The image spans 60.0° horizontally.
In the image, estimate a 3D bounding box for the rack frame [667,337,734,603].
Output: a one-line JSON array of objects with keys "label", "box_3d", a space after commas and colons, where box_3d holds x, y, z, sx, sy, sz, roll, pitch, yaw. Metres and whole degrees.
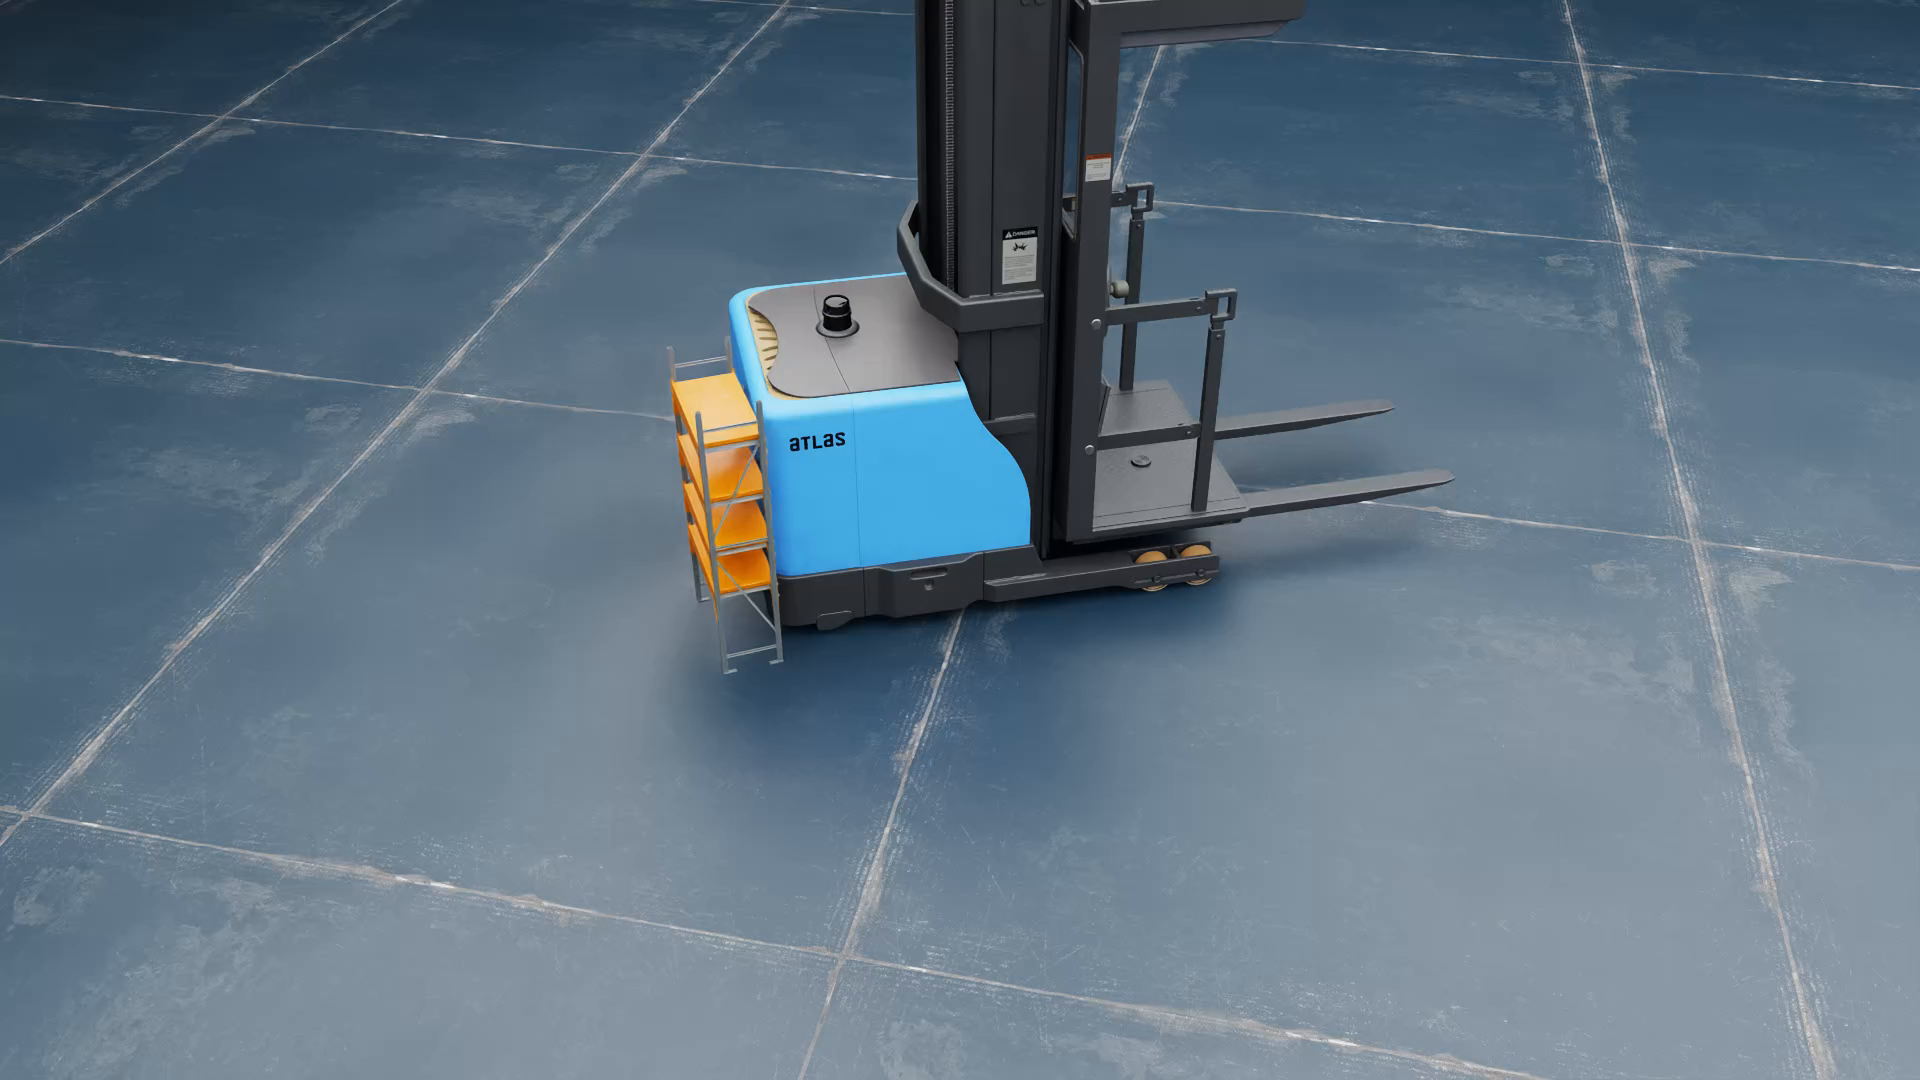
[{"label": "rack frame", "box_3d": [-0.978, -0.253, 6.577, 0.240, 1.200, 0.015, -12, 38, -16]}]

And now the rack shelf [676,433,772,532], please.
[{"label": "rack shelf", "box_3d": [-0.896, -0.245, 6.299, 0.258, 0.148, 0.480, -12, 38, -16]}]

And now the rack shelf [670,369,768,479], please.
[{"label": "rack shelf", "box_3d": [-0.896, -0.436, 6.160, 0.258, 0.148, 0.480, -12, 38, -16]}]

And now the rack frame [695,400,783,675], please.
[{"label": "rack frame", "box_3d": [-0.815, 0.017, 6.204, 0.240, 1.200, 0.015, -12, 38, -16]}]

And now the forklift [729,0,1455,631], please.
[{"label": "forklift", "box_3d": [0.609, -1.268, 6.502, 3.031, 2.935, 1.130, -8, 37, -10]}]

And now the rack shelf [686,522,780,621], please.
[{"label": "rack shelf", "box_3d": [-0.896, 0.097, 6.547, 0.258, 0.148, 0.480, -12, 38, -16]}]

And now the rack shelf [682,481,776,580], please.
[{"label": "rack shelf", "box_3d": [-0.896, -0.064, 6.430, 0.258, 0.148, 0.480, -12, 38, -16]}]

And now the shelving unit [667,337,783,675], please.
[{"label": "shelving unit", "box_3d": [-0.896, -0.118, 6.391, 0.258, 1.200, 0.503, -12, 38, -16]}]
